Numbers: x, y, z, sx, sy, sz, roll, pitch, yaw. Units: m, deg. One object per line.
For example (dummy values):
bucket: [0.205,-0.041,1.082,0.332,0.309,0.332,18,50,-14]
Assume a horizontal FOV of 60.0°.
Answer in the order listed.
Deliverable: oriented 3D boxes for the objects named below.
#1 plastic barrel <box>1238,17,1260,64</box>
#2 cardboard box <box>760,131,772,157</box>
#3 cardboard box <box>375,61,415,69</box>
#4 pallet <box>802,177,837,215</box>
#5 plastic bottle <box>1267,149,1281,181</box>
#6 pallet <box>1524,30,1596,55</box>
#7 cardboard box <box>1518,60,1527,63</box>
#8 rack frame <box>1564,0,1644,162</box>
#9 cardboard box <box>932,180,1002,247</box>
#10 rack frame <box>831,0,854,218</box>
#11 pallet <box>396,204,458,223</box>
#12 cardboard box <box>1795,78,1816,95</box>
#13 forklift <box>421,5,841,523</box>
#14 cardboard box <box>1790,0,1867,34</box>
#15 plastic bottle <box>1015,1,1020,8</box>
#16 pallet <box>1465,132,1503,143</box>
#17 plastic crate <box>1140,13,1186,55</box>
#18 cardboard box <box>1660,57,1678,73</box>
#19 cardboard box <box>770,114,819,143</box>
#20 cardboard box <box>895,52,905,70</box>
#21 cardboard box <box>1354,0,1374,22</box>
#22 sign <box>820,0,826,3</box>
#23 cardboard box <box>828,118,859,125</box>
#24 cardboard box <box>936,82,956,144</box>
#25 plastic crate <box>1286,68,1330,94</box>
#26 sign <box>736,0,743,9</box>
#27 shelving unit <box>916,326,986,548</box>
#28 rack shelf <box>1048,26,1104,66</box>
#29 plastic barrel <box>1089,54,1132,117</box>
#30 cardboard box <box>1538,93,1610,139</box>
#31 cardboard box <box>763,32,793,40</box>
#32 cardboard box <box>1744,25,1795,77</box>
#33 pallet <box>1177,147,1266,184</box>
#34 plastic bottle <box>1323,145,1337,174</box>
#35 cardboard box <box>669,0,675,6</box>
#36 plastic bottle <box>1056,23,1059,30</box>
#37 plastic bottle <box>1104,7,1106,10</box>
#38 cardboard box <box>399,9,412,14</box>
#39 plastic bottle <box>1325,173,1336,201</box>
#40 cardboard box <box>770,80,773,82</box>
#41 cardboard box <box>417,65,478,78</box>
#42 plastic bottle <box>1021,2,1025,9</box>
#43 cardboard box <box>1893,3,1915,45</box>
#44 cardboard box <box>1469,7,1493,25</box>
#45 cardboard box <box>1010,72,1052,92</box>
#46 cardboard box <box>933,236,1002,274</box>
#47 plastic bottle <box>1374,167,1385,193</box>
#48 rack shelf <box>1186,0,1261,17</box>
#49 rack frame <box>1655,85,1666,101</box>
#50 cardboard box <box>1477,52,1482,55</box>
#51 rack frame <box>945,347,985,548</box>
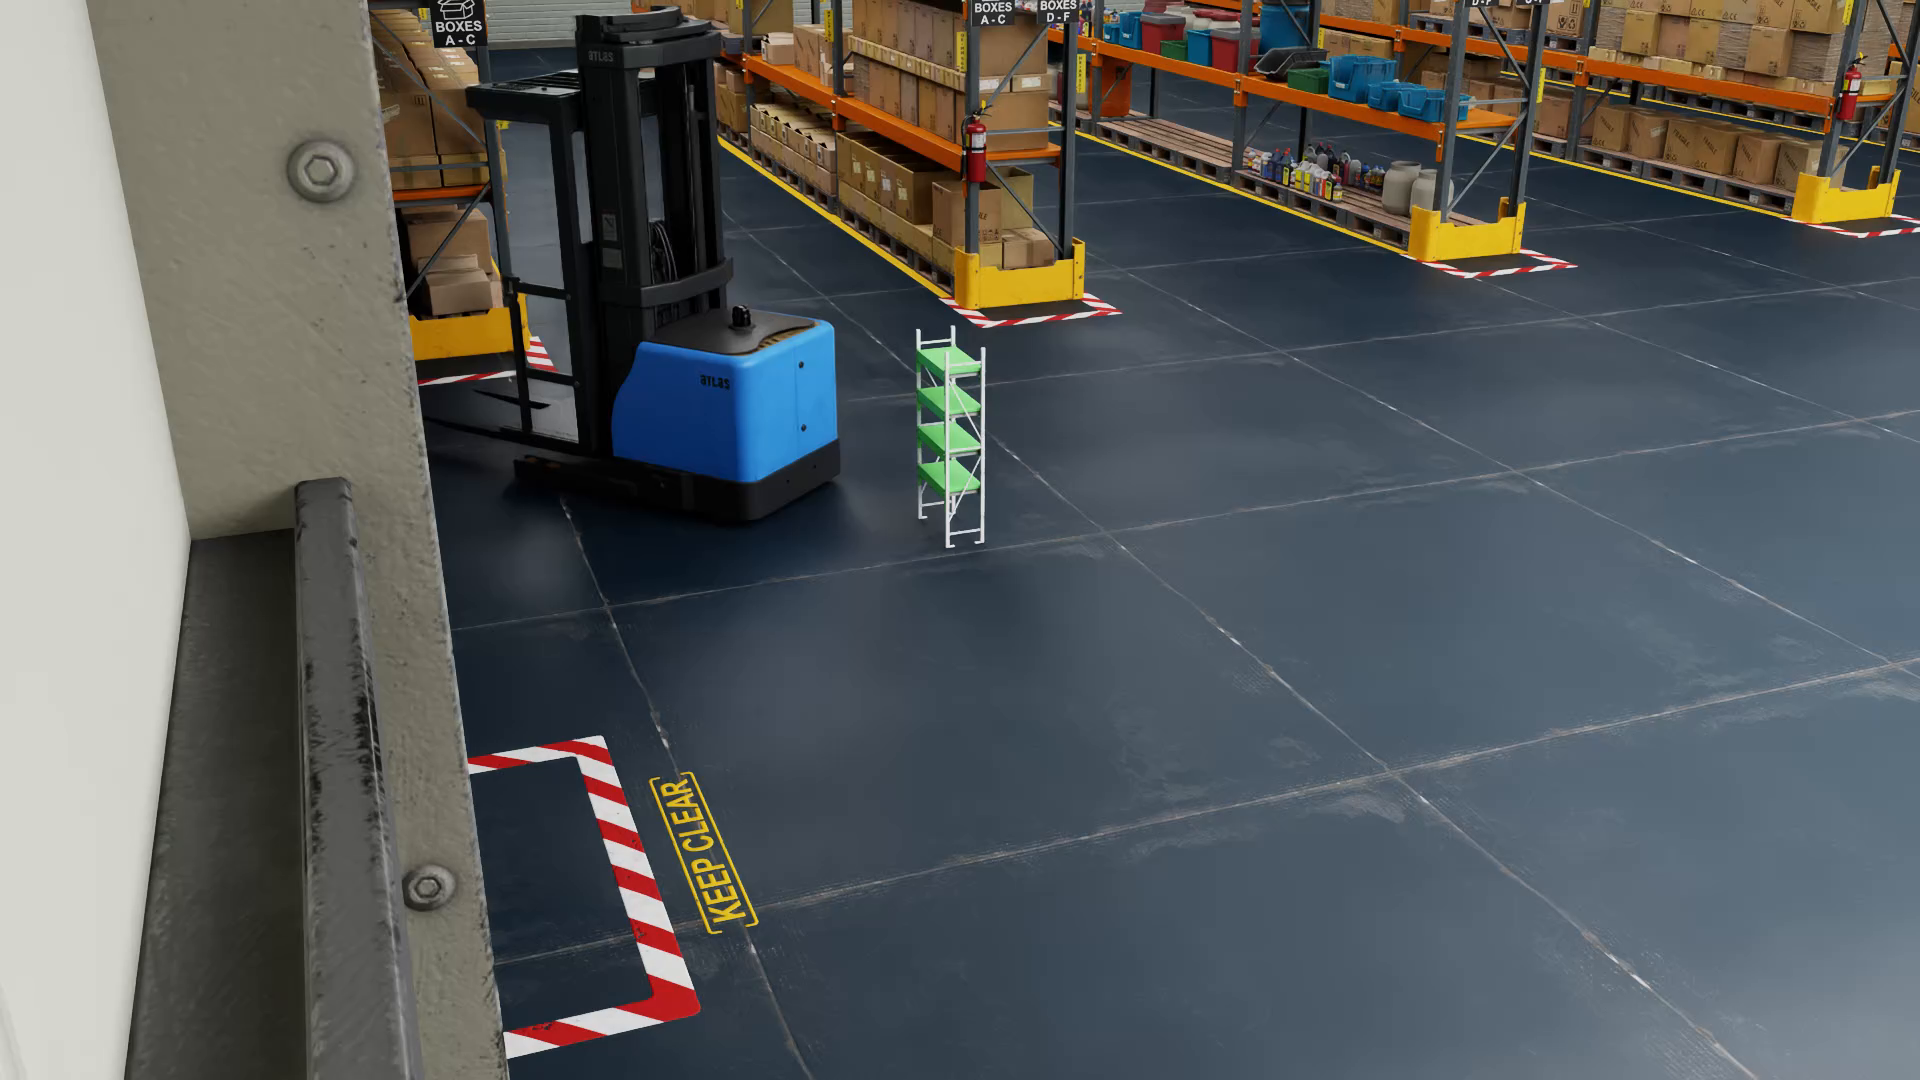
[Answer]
plastic barrel: [3.621,-6.152,20.510,0.433,0.535,0.433,0,23,0]
cardboard box: [-2.206,-5.001,20.951,0.500,0.250,0.500,-9,24,-20]
cardboard box: [-5.000,-3.882,14.499,0.500,0.500,0.500,-8,24,-18]
pallet: [-1.178,-4.011,19.195,1.003,0.211,1.213,-8,24,-19]
plastic bottle: [3.651,-4.344,19.238,0.144,0.351,0.185,-8,24,-18]
pallet: [8.254,-6.601,21.996,1.003,0.211,1.213,-8,24,-19]
cardboard box: [10.250,-8.679,29.357,0.500,0.500,0.500,-7,24,-17]
rack frame: [8.388,-6.392,21.252,1.000,3.000,0.127,-8,24,-19]
cardboard box: [0.064,-3.006,15.254,0.500,0.500,0.500,-8,24,-19]
rack frame: [-0.881,-5.034,18.031,1.000,3.000,0.127,-8,24,-19]
pallet: [-5.791,-3.351,17.627,1.003,0.211,1.213,-8,24,-19]
cardboard box: [9.419,-4.989,18.247,0.380,0.149,0.250,-8,24,-19]
forklift: [-2.314,-1.850,10.564,3.031,2.935,1.130,12,26,27]
cardboard box: [9.375,-5.748,17.926,0.500,0.500,0.500,-8,24,-19]
plastic bottle: [0.880,-8.160,25.614,0.097,0.271,0.097,0,23,0]
pallet: [7.677,-5.833,23.518,1.003,0.211,1.213,-8,24,-19]
plastic crate: [2.626,-6.566,21.583,0.402,0.464,0.583,-8,24,-19]
cardboard box: [8.647,-5.706,19.948,0.380,0.149,0.250,-8,24,-19]
cardboard box: [-2.012,-5.066,20.385,0.500,0.311,0.500,-9,24,-20]
cardboard box: [-0.417,-4.692,16.256,0.380,0.149,0.250,-9,24,-19]
cardboard box: [6.398,-8.218,25.457,0.500,0.500,0.500,-9,24,-19]
sign: [-1.776,-7.098,21.437,0.100,0.325,0.005,-8,24,-19]
cardboard box: [-1.338,-4.961,20.136,0.500,0.311,0.500,-8,24,-18]
cardboard box: [0.189,-3.988,15.421,0.700,0.500,0.500,-8,24,-18]
plastic crate: [3.970,-5.082,18.419,0.450,0.188,0.662,-8,24,-19]
sign: [-2.799,-6.906,21.085,0.100,0.325,0.005,-8,24,-19]
shelving unit: [-0.058,-0.613,9.859,0.258,1.200,0.503,-8,24,-19]
rack shelf: [1.635,-7.561,24.952,1.077,0.370,4.000,-8,24,-19]
plastic barrel: [2.152,-6.534,23.844,0.600,0.830,0.708,-8,24,-19]
cardboard box: [8.191,-5.669,22.188,0.700,0.500,0.500,-10,25,-23]
cardboard box: [-2.207,-6.308,21.168,0.500,0.311,0.500,-7,24,-16]
cardboard box: [9.343,-5.490,18.602,0.875,0.500,0.500,-8,24,-19]
pallet: [3.440,-4.707,20.846,1.003,0.211,1.213,-8,24,-19]
plastic bottle: [4.319,-4.430,19.442,0.144,0.351,0.185,-10,25,-22]
cardboard box: [-4.124,-8.133,25.255,0.500,0.500,0.500,-8,24,-18]
plastic bottle: [1.453,-7.538,24.228,0.097,0.201,0.097,0,23,0]
plastic bottle: [2.125,-7.739,24.600,0.061,0.283,0.133,-8,24,-19]
cardboard box: [-6.752,-5.886,19.356,0.700,0.500,0.500,-11,25,-25]
plastic bottle: [4.050,-3.857,18.169,0.061,0.283,0.133,-8,24,-18]
cardboard box: [-2.740,-6.304,23.696,0.500,0.500,0.500,-9,25,-21]
cardboard box: [-4.330,-3.769,14.232,0.500,0.500,0.500,-9,25,-21]
plastic bottle: [0.972,-8.051,25.338,0.061,0.283,0.133,-8,24,-19]
cardboard box: [13.205,-6.972,22.436,0.875,0.550,0.550,-8,24,-19]
cardboard box: [7.352,-7.329,23.128,0.500,0.250,0.500,-9,24,-20]
cardboard box: [0.595,-4.098,14.845,0.380,0.149,0.250,-9,24,-19]
cardboard box: [0.066,-2.661,15.401,0.500,0.250,0.500,-8,24,-19]
plastic bottle: [4.697,-4.030,18.596,0.097,0.271,0.097,0,23,0]
rack shelf: [4.855,-9.694,30.013,1.077,0.370,4.000,-8,24,-19]
rack frame: [11.651,-8.489,26.228,1.000,3.000,0.127,-8,24,-19]
cardboard box: [9.767,-9.024,30.627,0.380,0.149,0.250,-8,24,-18]
rack frame: [0.028,-0.524,9.649,0.240,1.200,0.015,-8,24,-19]
